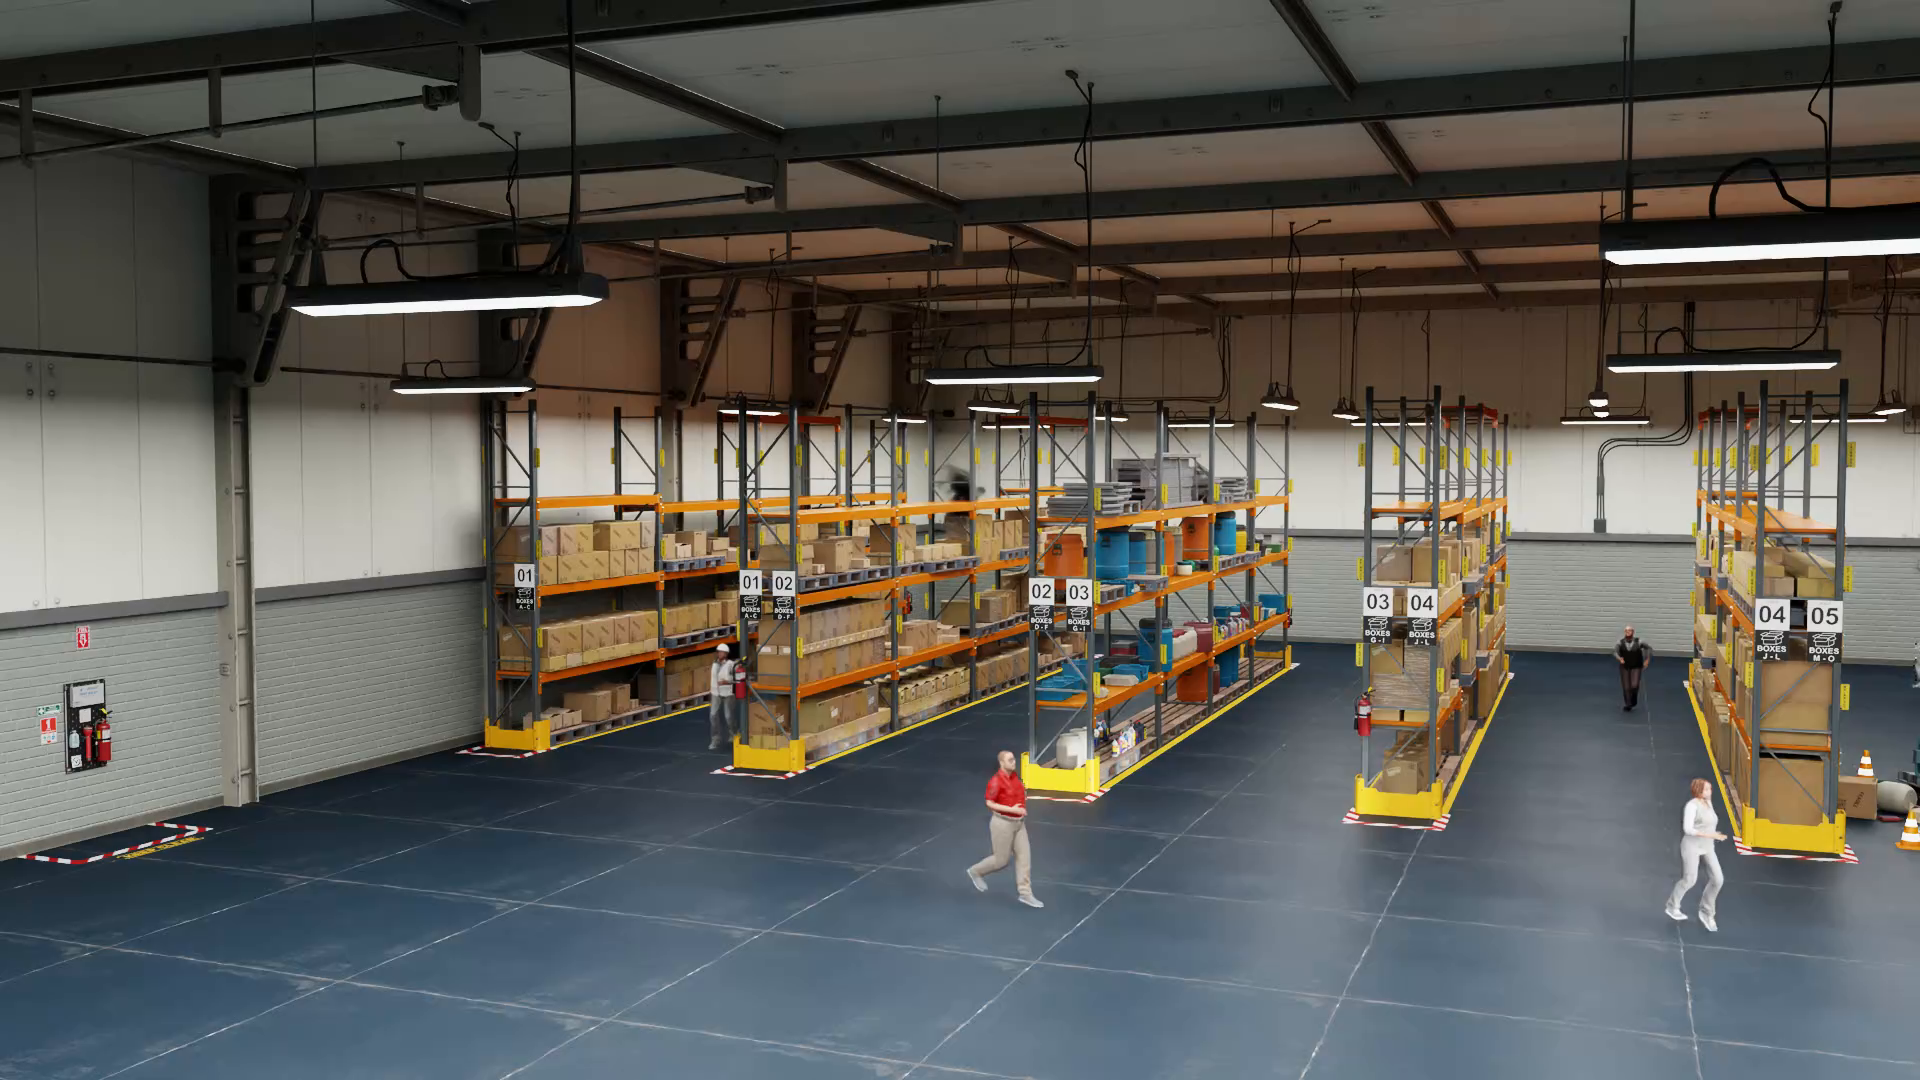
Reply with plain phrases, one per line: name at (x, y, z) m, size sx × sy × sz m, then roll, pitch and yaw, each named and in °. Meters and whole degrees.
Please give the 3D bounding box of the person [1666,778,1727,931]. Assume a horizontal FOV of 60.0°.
person at (7.866, 3.343, 17.686) m, size 0.533 × 1.656 × 0.696 m, roll -2°, pitch 3°, yaw -30°

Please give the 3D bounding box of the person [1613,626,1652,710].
person at (13.230, 2.537, 32.777) m, size 0.681 × 1.673 × 0.728 m, roll 2°, pitch 3°, yaw 30°

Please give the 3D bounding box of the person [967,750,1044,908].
person at (0.521, 3.217, 18.648) m, size 0.954 × 1.726 × 0.664 m, roll 2°, pitch 4°, yaw 37°

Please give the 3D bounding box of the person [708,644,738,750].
person at (-4.076, 2.700, 28.822) m, size 0.644 × 1.823 × 0.793 m, roll 1°, pitch 3°, yaw 17°

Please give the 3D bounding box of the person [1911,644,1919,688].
person at (21.044, 2.419, 35.994) m, size 0.767 × 1.657 × 0.637 m, roll 2°, pitch 3°, yaw 30°
